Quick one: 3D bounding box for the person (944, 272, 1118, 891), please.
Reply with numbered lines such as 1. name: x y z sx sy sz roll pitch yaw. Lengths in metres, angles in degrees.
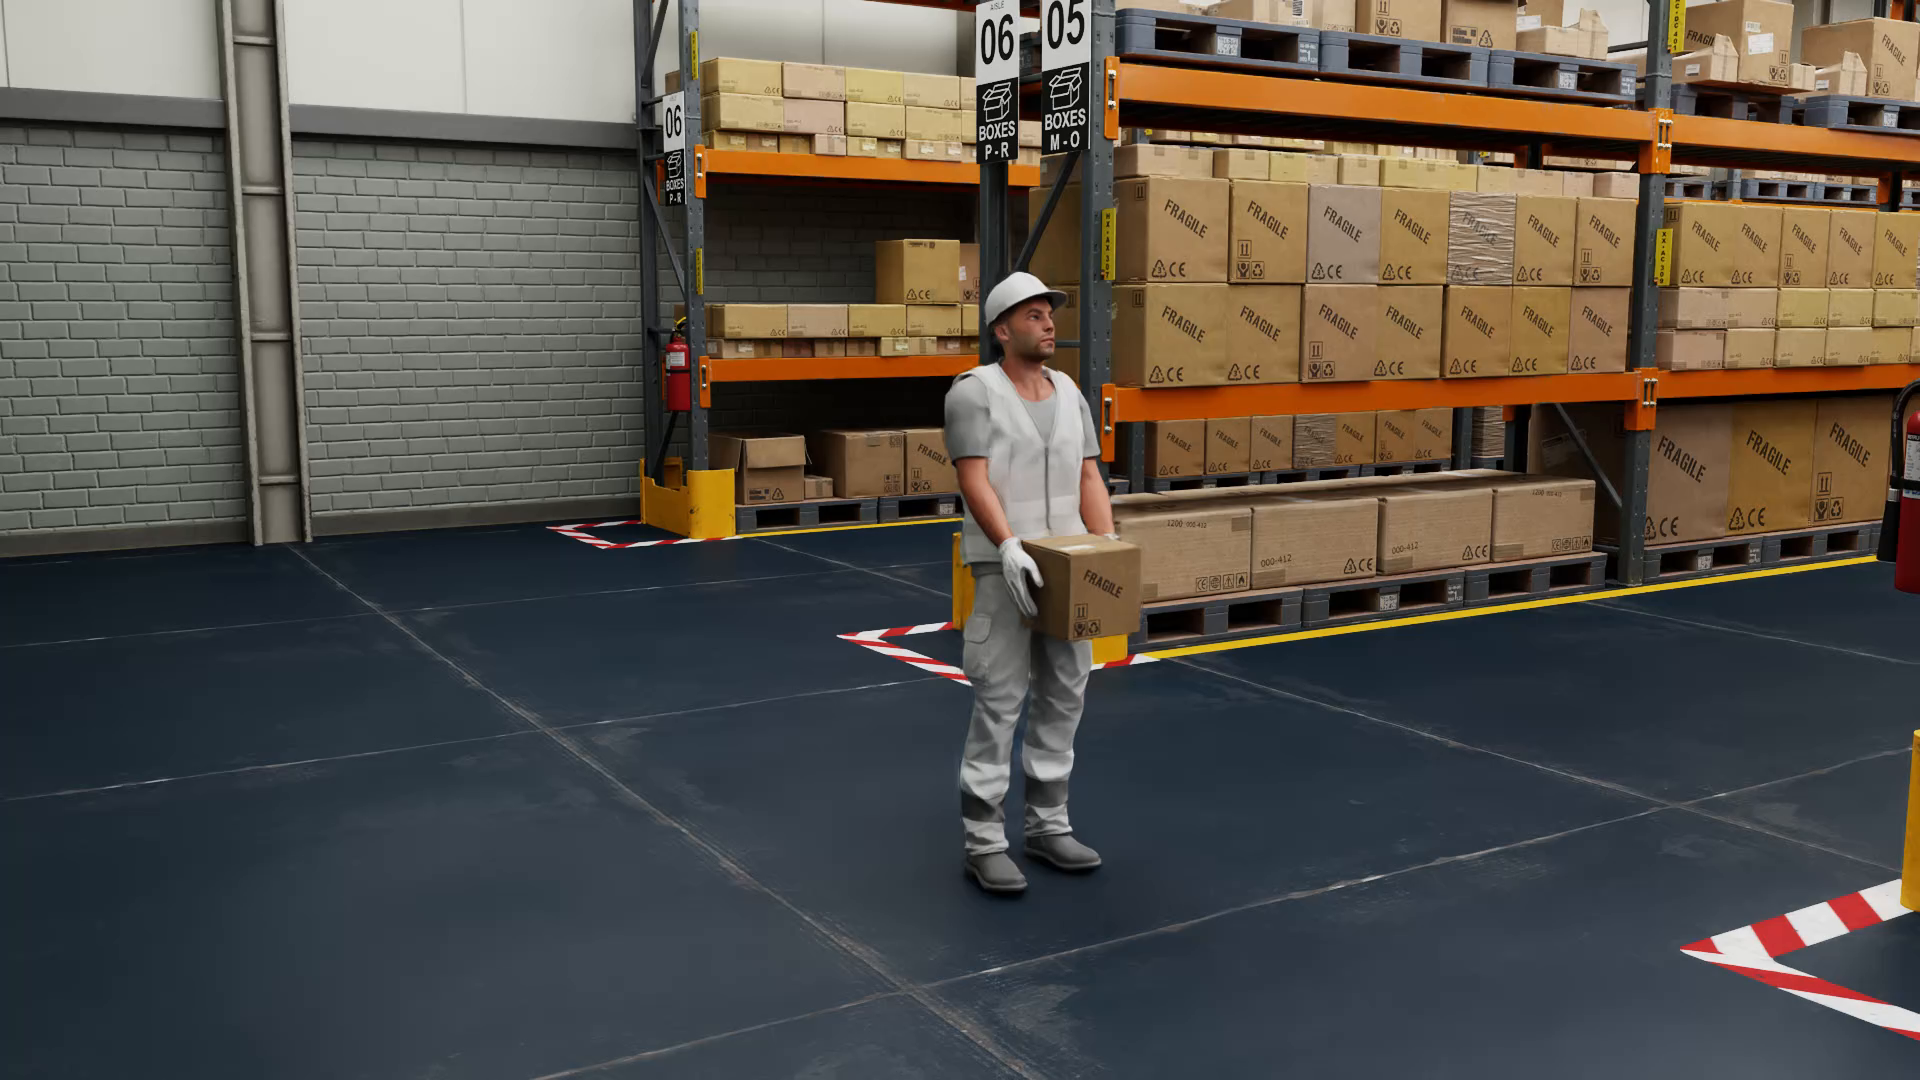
1. person: 0.234 0.107 4.956 0.542 1.794 0.498 -5 10 -33
